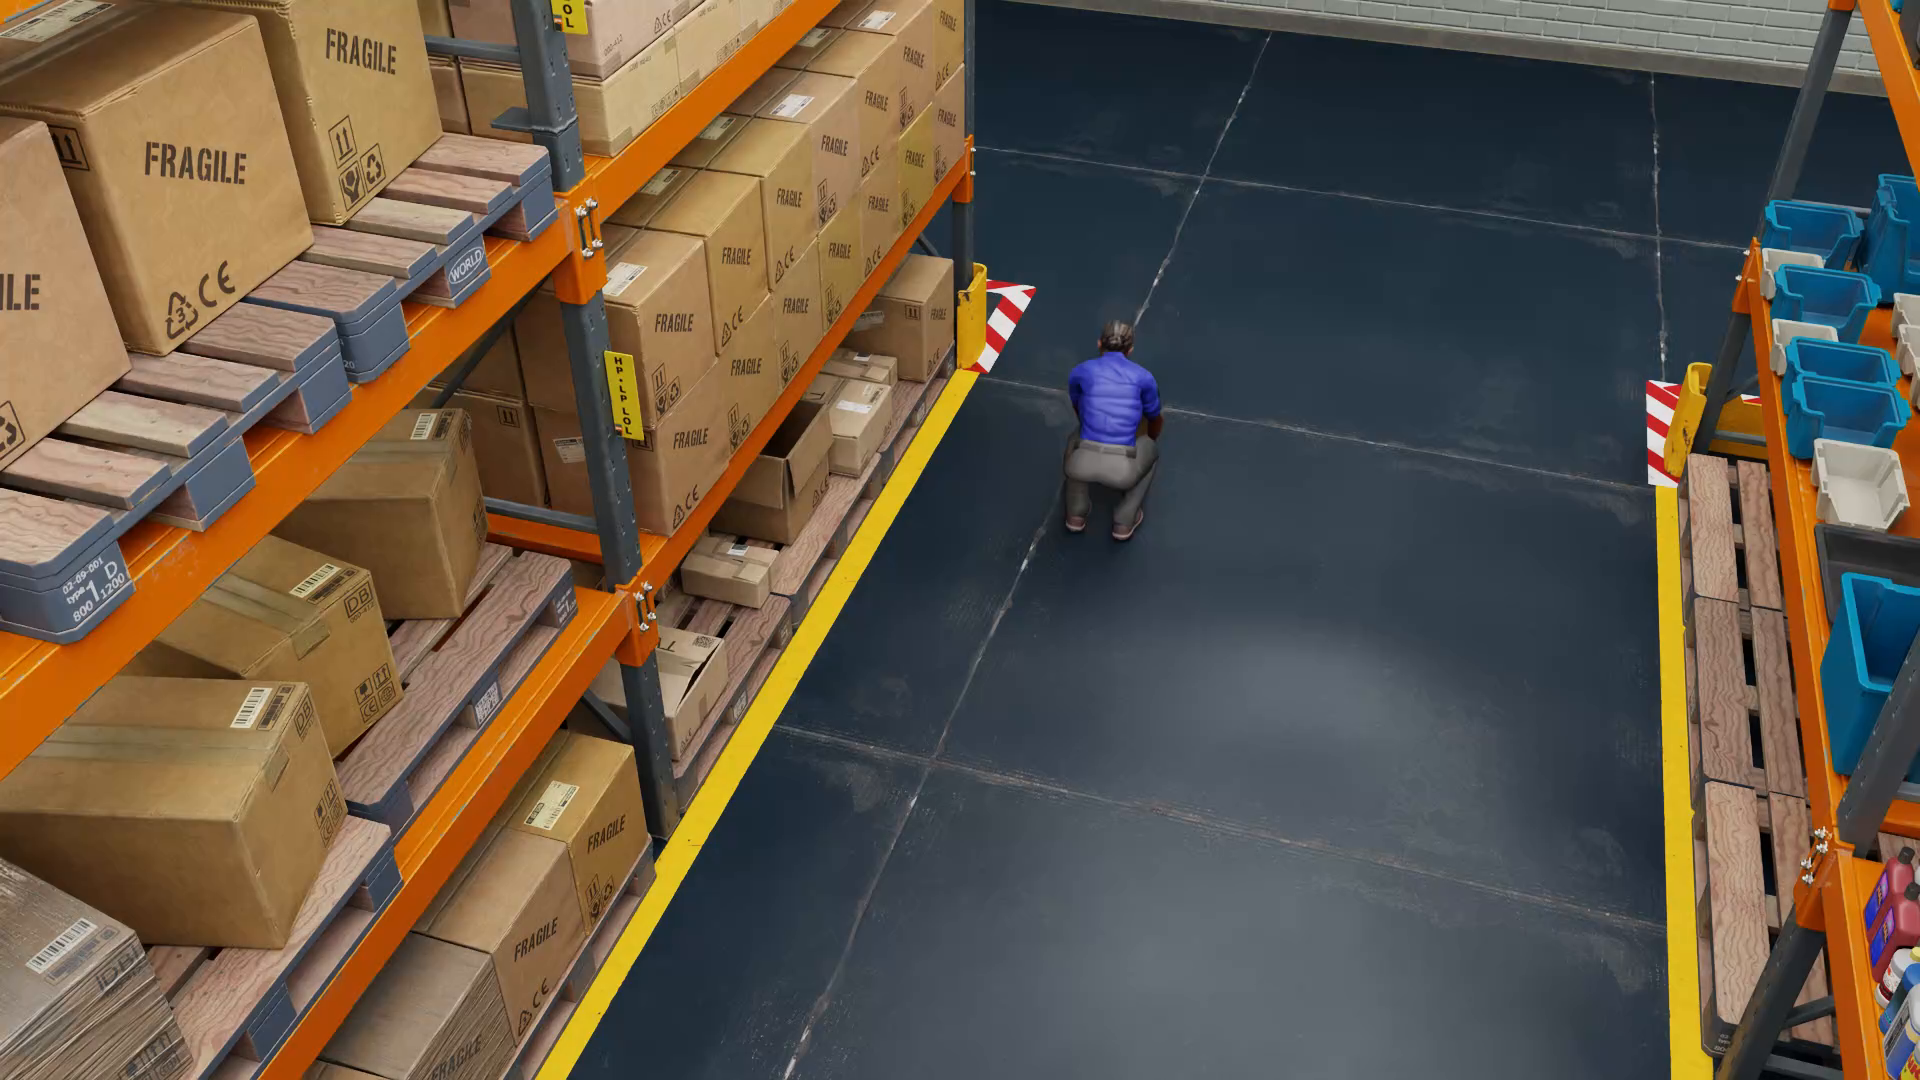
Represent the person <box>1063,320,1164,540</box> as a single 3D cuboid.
[{"bbox_3d":[0.745,-0.541,8.215,0.483,0.929,0.824,11,39,14],"label":"person"}]
